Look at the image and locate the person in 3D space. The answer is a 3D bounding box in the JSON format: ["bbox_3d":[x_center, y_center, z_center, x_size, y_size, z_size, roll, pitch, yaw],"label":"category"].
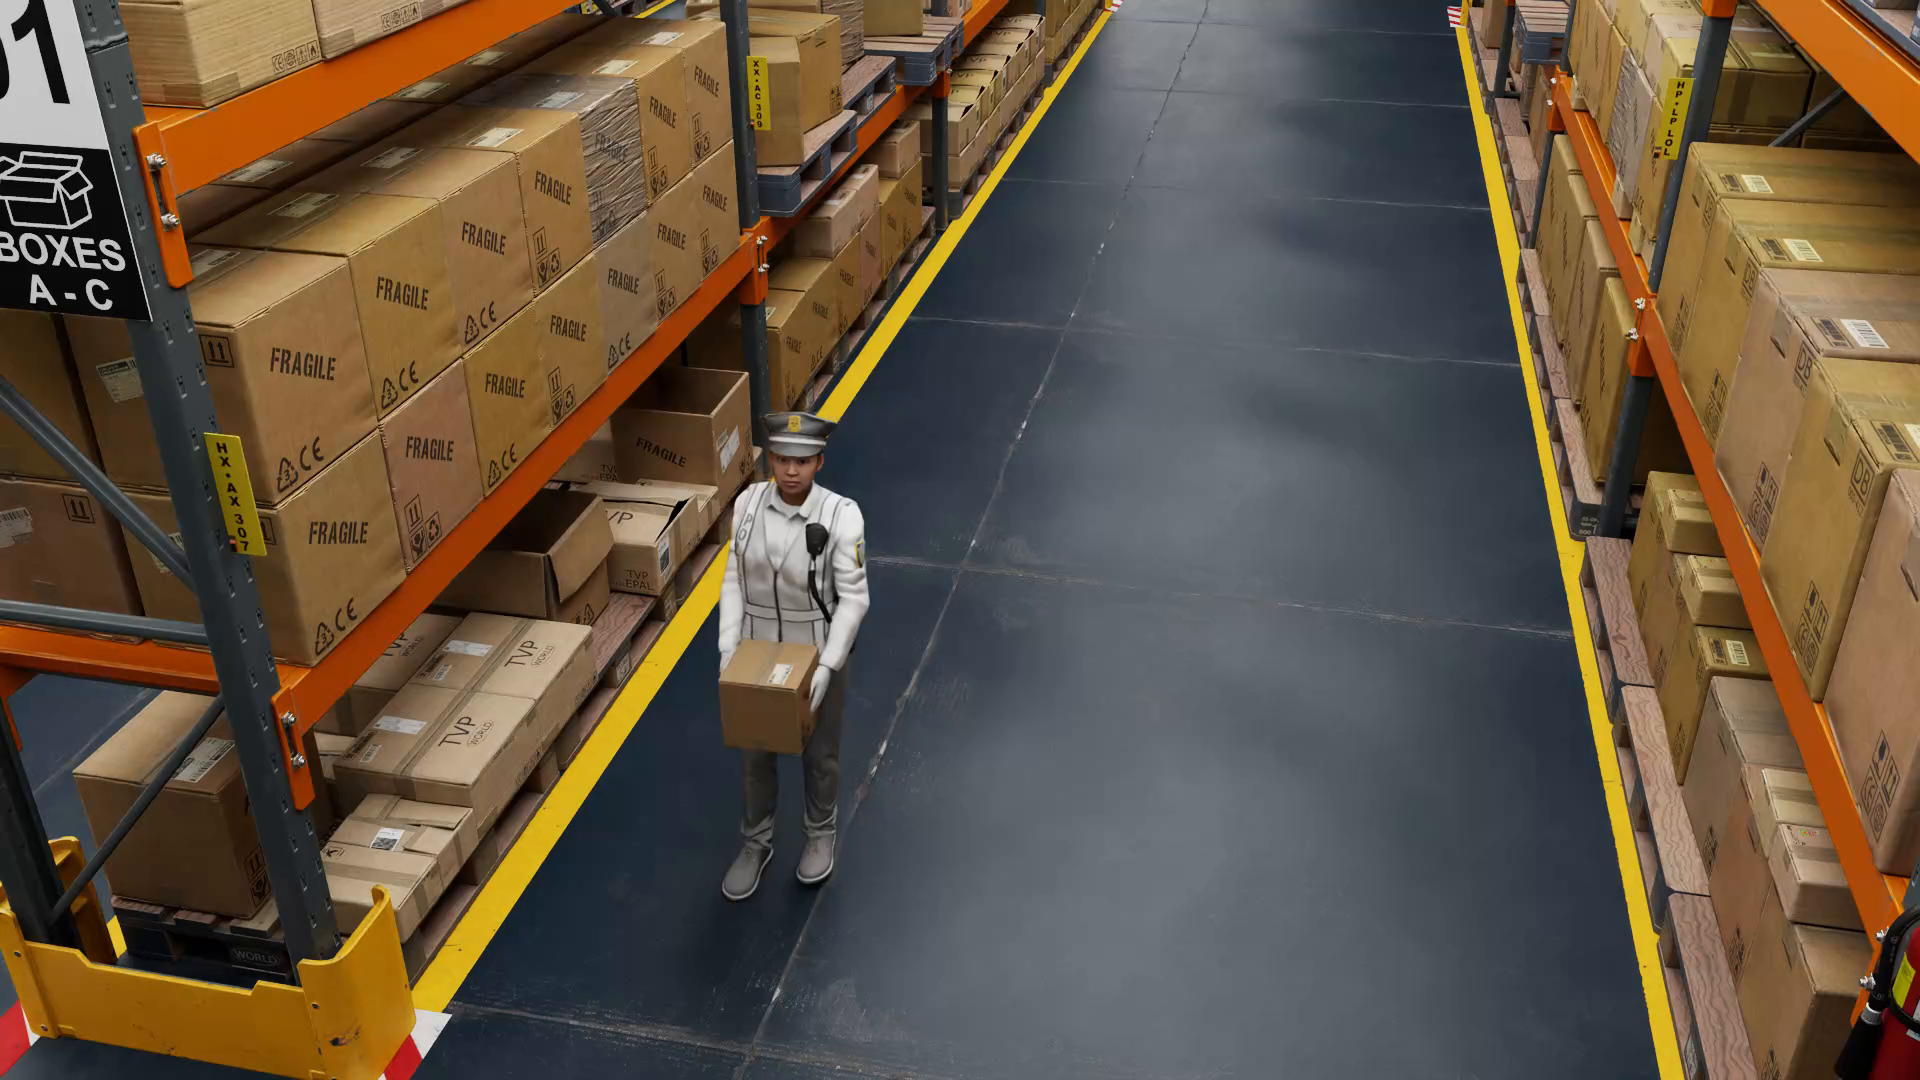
[{"bbox_3d":[-0.537,0.398,5.354,0.494,1.701,0.514,6,30,10],"label":"person"}]
